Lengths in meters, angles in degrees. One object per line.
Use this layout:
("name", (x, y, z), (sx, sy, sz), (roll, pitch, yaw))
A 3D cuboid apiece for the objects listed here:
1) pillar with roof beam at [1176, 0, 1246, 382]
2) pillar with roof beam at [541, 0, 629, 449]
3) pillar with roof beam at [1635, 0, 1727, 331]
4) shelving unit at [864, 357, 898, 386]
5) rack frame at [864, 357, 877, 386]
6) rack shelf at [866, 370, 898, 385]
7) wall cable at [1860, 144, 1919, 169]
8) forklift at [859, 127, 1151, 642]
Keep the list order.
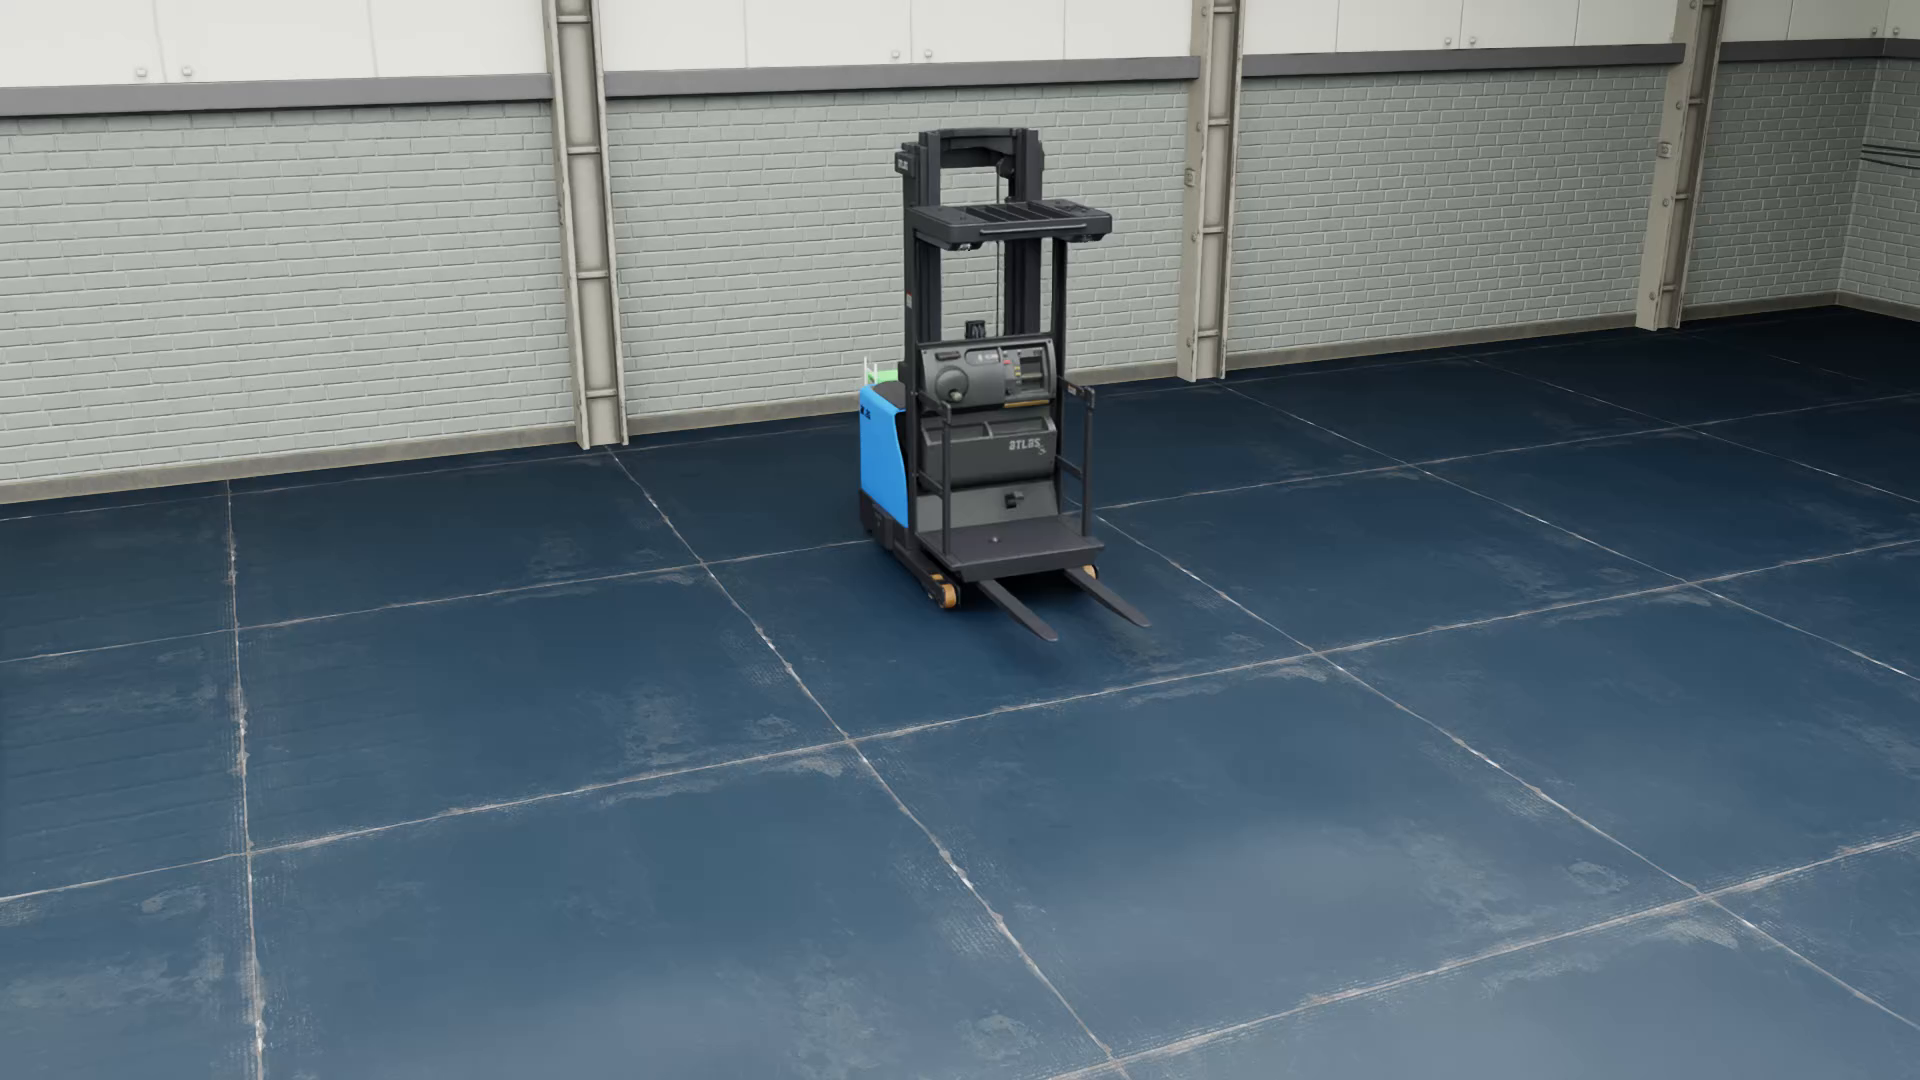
("pillar with roof beam", (4.114, -4.567, 11.444), (0.400, 9.000, 9.100), (-8, 21, -22))
("pillar with roof beam", (-1.395, -3.778, 9.202), (0.400, 9.000, 9.100), (-8, 21, -22))
("pillar with roof beam", (9.624, -5.357, 13.686), (0.400, 9.000, 9.100), (-8, 21, -22))
("shelving unit", (-0.427, -0.776, 12.420), (0.503, 1.200, 0.258), (-8, 21, -21))
("rack frame", (-0.653, -0.746, 12.333), (0.015, 1.200, 0.240), (-8, 21, -21))
("rack shelf", (-0.427, -1.169, 12.282), (0.480, 0.148, 0.258), (-8, 21, -21))
("wall cable", (11.147, -5.189, 17.885), (0.112, 2.526, 3.097), (-8, 21, -22))
("forklift", (0.274, -1.092, 10.711), (1.130, 2.935, 3.031), (-7, 21, -20))
